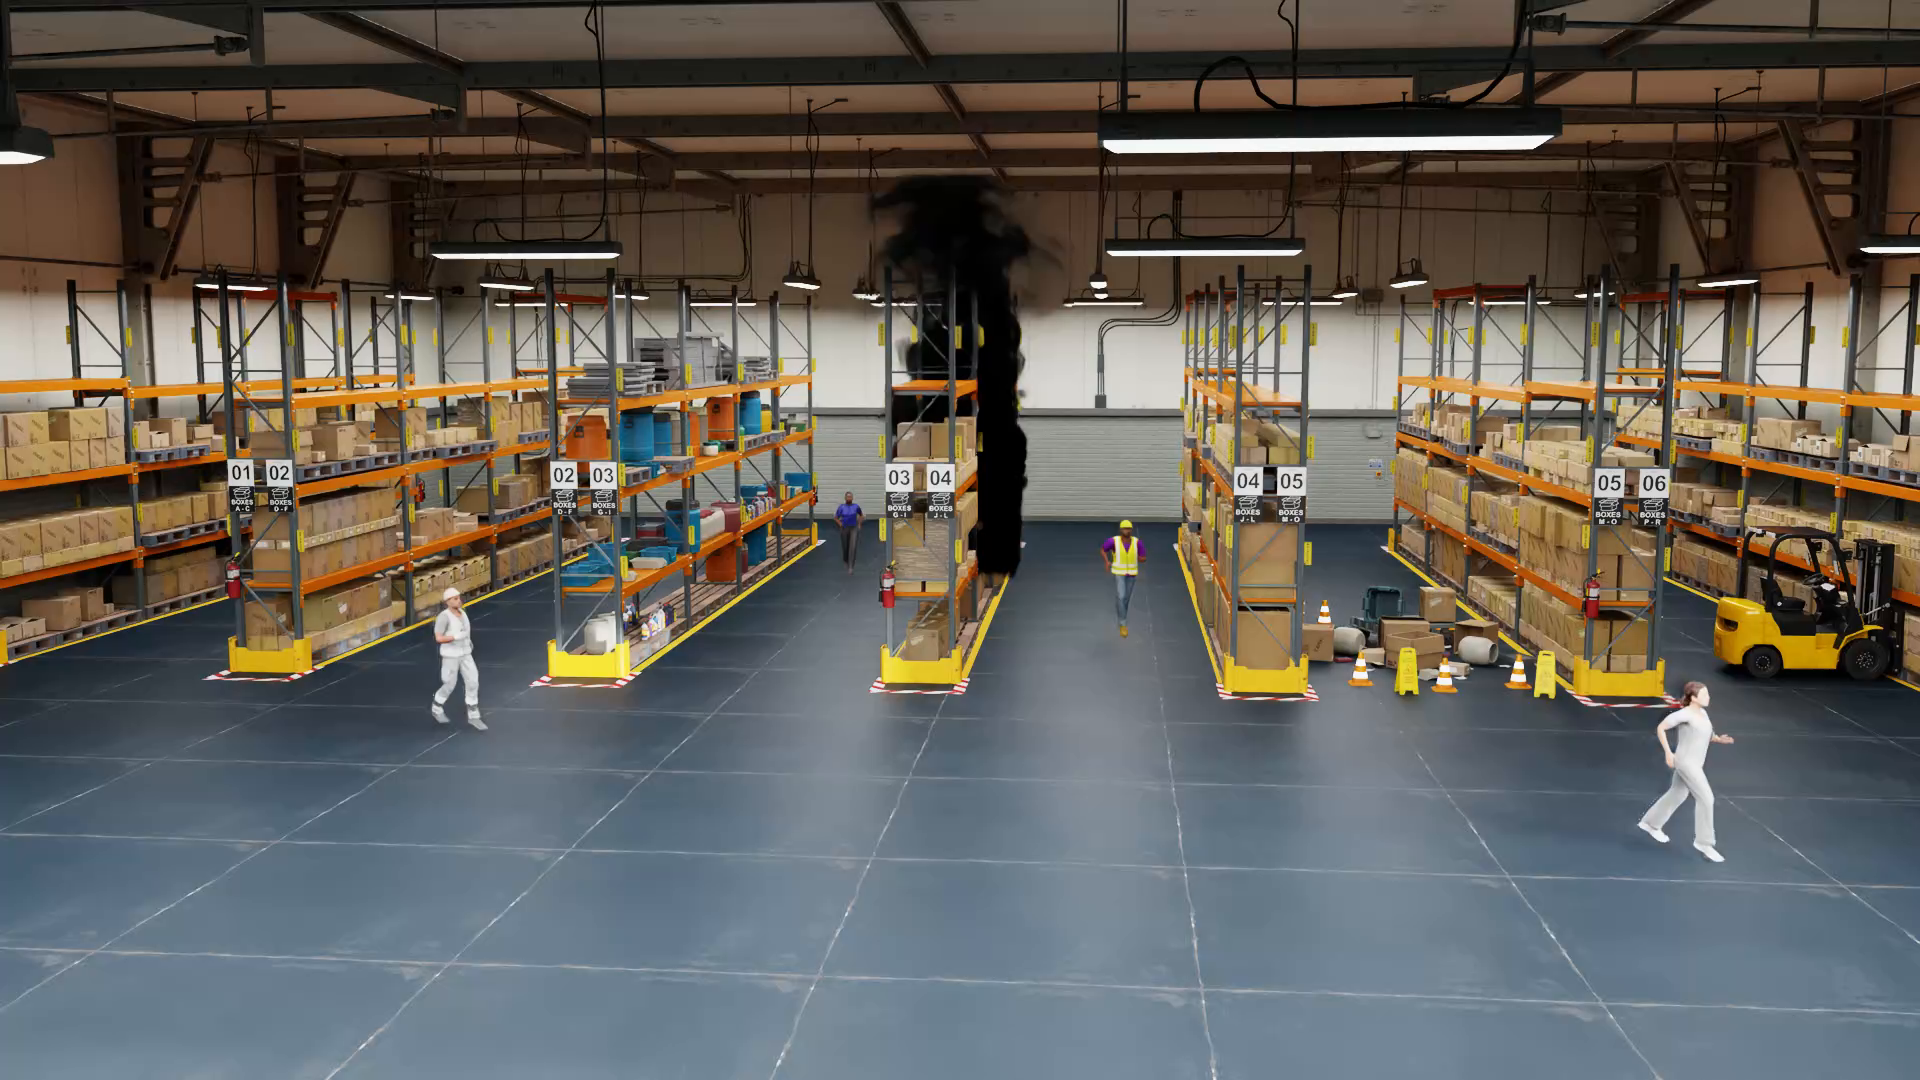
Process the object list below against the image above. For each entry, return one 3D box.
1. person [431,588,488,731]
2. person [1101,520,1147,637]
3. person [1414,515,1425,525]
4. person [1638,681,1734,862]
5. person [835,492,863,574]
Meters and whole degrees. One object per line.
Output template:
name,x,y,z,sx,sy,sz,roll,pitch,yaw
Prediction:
person,-6.460,1.517,21.285,0.847,1.825,0.640,4,8,30
person,2.654,0.588,26.677,0.684,1.827,0.827,-1,7,-11
person,11.257,-0.715,40.372,0.558,1.670,0.727,5,9,38
person,7.049,2.208,16.156,0.857,1.714,0.535,6,9,41
person,-2.242,-0.158,33.693,0.585,1.618,0.769,-1,7,-6
